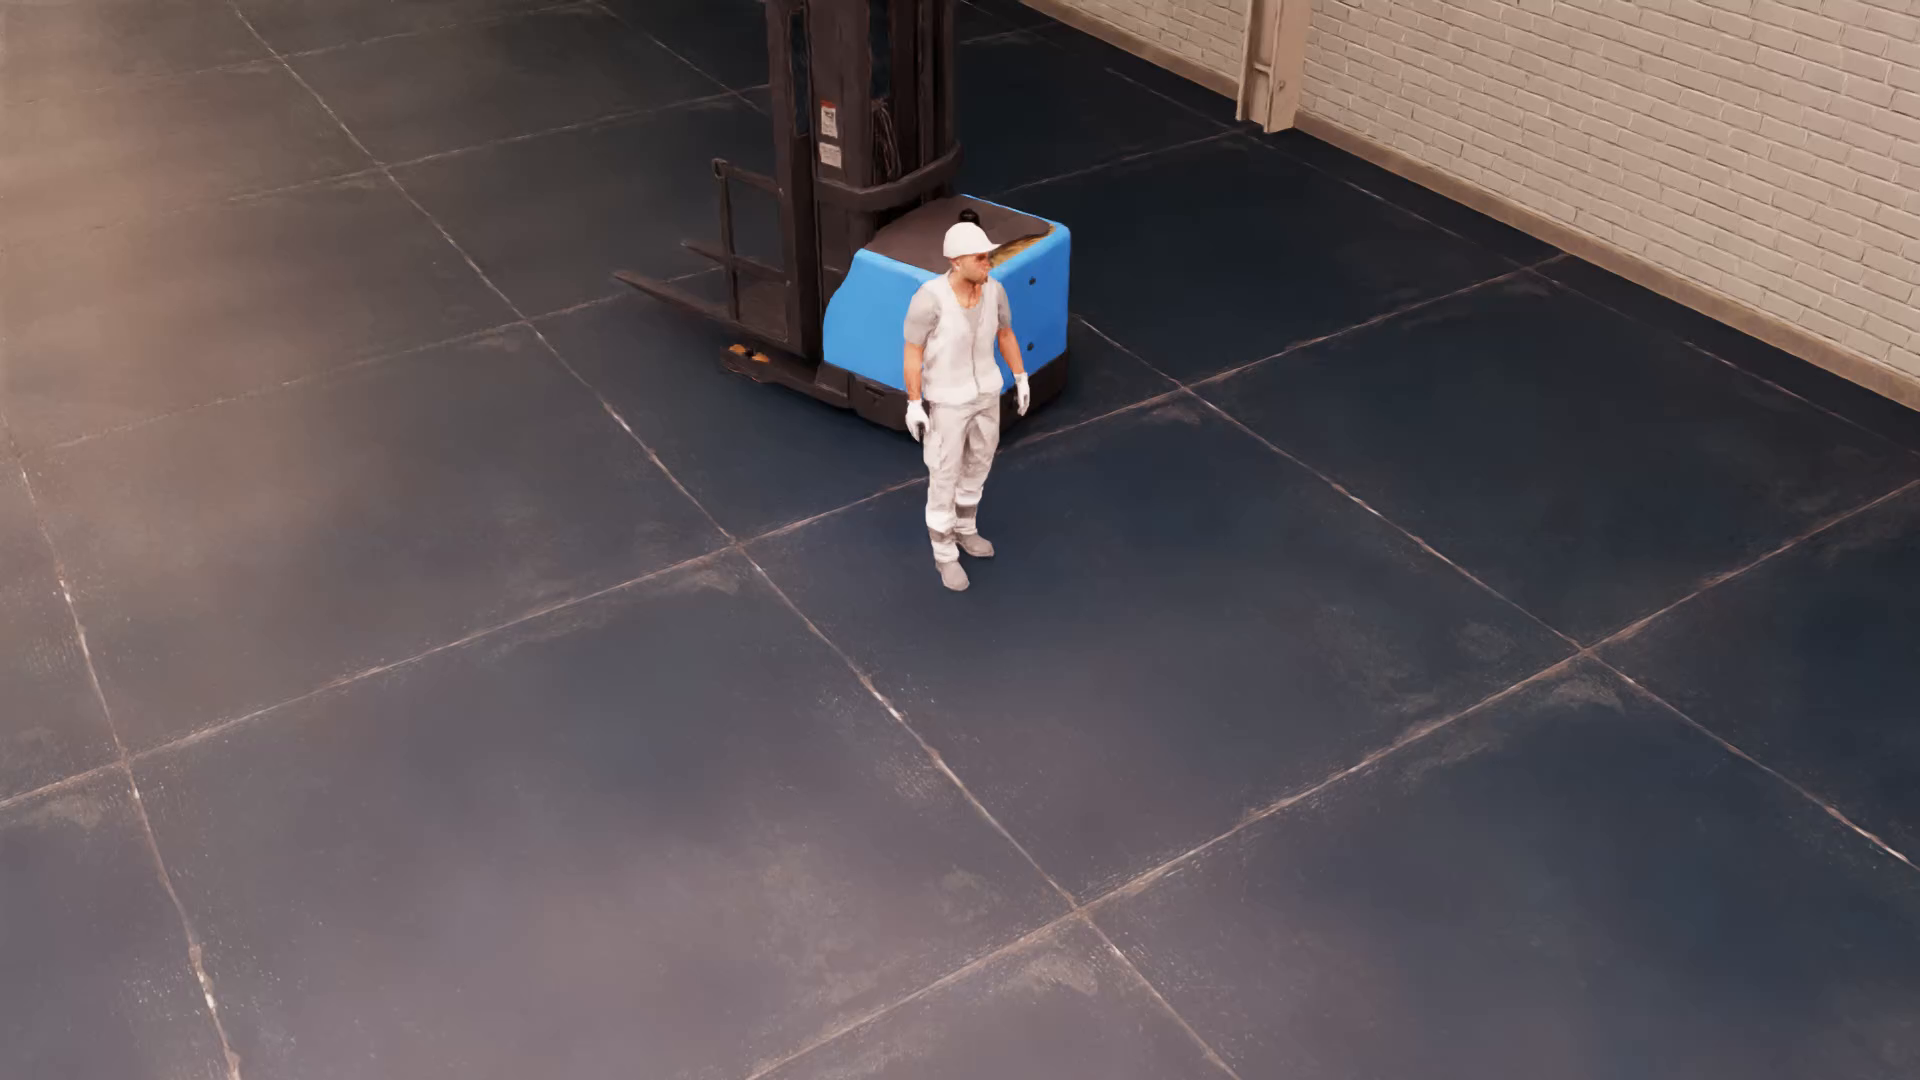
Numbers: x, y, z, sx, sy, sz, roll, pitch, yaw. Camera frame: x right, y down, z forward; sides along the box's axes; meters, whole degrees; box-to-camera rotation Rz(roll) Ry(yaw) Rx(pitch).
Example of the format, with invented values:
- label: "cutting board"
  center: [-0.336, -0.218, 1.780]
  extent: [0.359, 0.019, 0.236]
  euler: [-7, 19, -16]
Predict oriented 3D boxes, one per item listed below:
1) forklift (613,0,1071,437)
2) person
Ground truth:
- label: "forklift"
  center: [-0.842, -2.376, 9.529]
  extent: [3.031, 2.935, 1.130]
  euler: [23, 41, 29]
- label: "person"
  center: [0.068, -0.668, 8.096]
  extent: [0.678, 1.791, 0.531]
  euler: [-22, 41, -28]
